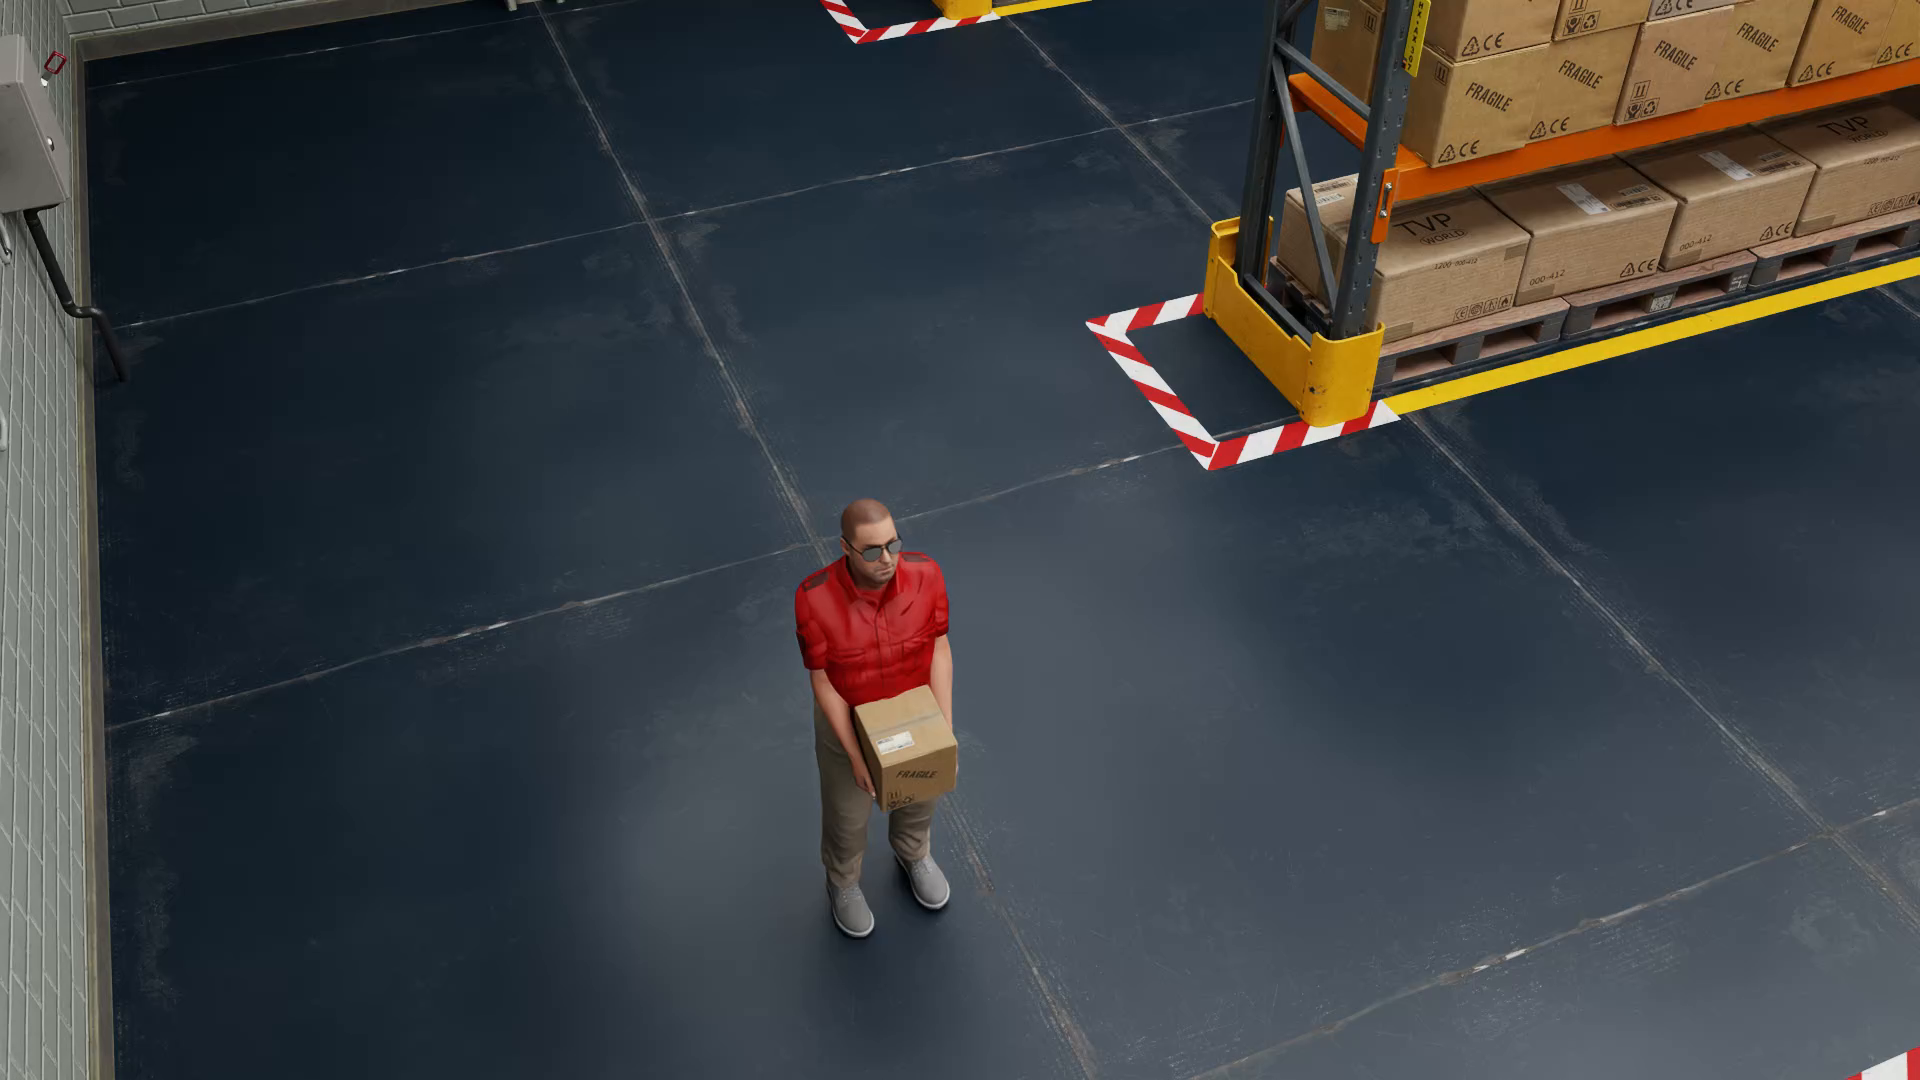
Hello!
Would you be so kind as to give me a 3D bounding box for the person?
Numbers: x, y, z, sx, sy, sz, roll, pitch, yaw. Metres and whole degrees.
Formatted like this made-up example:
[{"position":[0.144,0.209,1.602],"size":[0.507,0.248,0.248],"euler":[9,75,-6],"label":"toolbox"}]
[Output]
[{"position":[-0.227,0.642,5.447],"size":[0.501,1.723,0.527],"euler":[-15,44,-17],"label":"person"}]
